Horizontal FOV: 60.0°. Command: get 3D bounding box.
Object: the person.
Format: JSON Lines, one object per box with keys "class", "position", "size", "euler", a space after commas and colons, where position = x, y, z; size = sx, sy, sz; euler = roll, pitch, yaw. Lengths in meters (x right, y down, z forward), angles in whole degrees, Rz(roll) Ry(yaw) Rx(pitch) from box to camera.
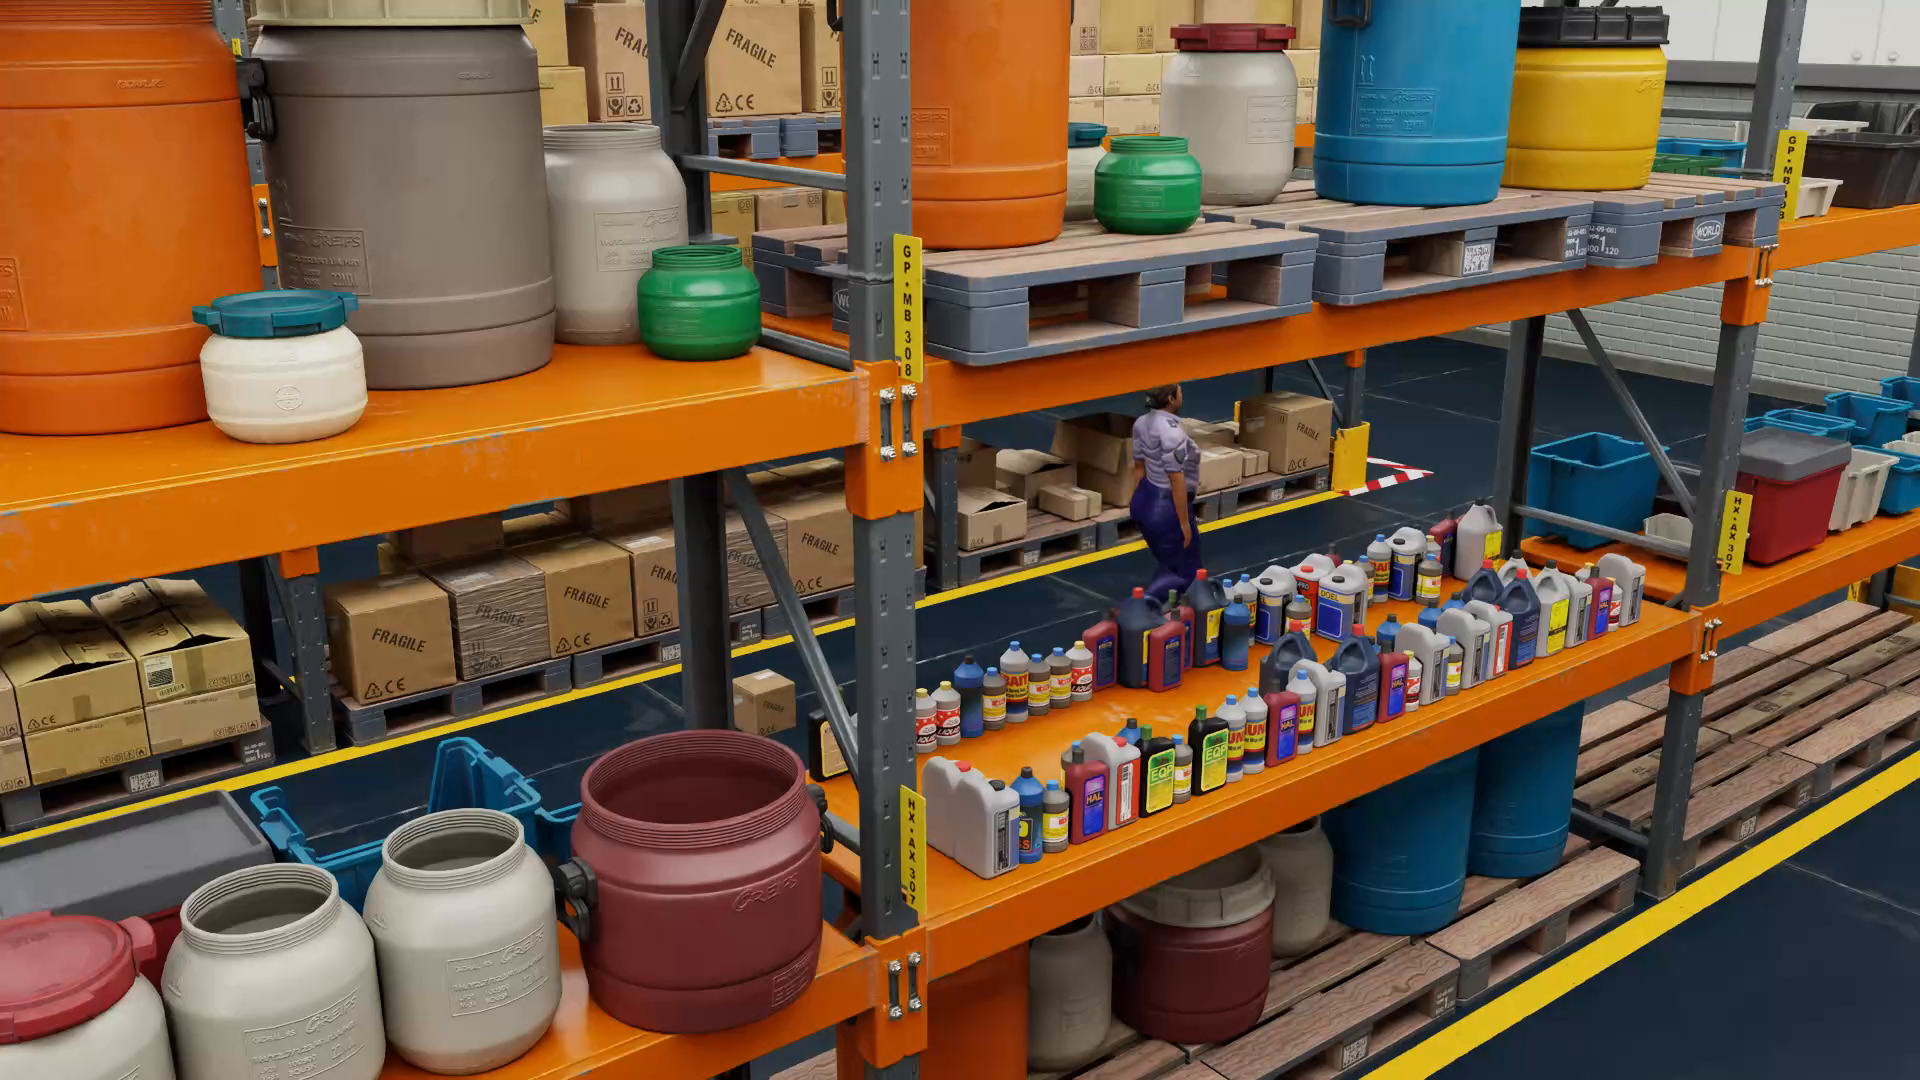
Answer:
{"class": "person", "position": [1.130, -0.150, 9.471], "size": [0.654, 1.627, 0.481], "euler": [-6, 19, -18]}
